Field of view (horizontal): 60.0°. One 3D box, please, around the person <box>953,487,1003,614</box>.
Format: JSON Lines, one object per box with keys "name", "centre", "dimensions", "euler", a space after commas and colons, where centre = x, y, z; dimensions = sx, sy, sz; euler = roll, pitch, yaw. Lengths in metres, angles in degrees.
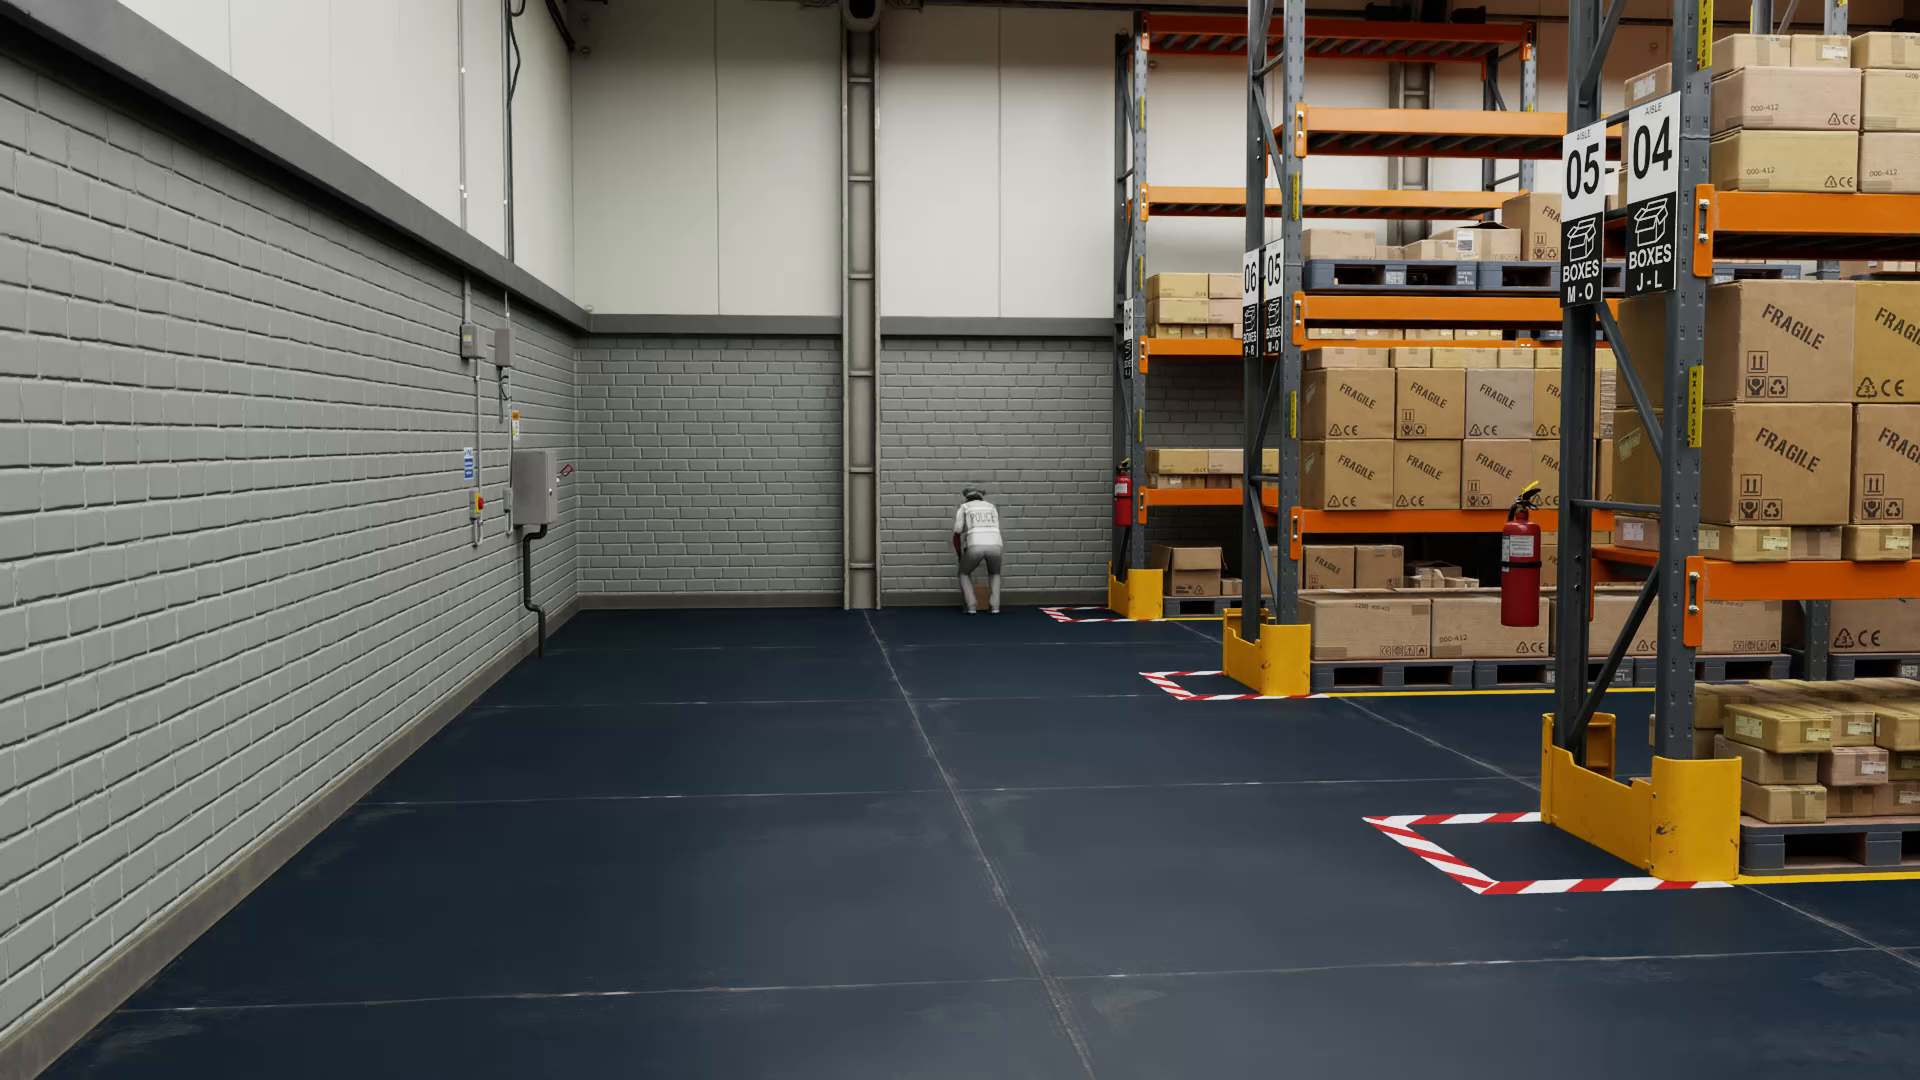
{"name": "person", "centre": [0.181, 0.111, 17.254], "dimensions": [0.499, 1.303, 0.756], "euler": [0, 4, -6]}
